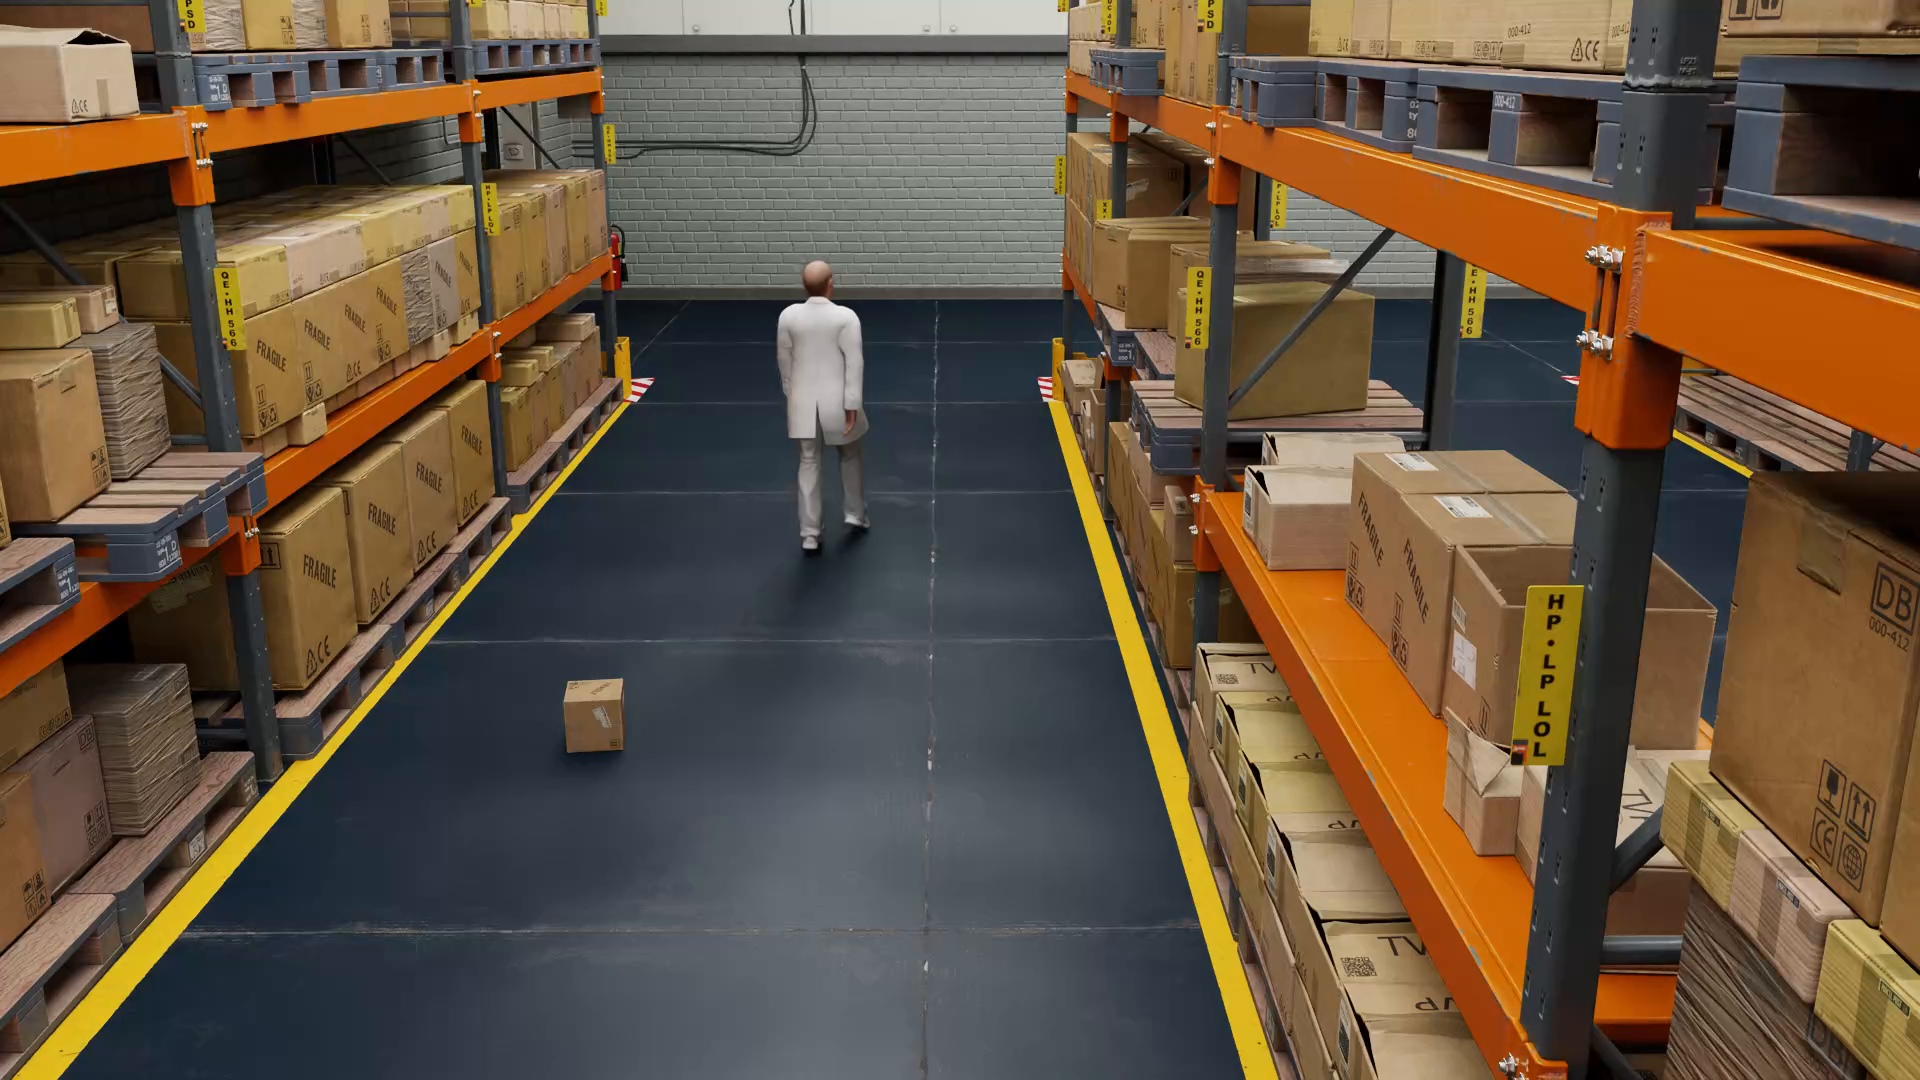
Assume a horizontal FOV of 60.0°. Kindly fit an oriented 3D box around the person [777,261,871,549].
[{"bbox_3d":[-0.838,-0.851,10.399,0.576,1.811,0.832,2,17,8],"label":"person"}]
